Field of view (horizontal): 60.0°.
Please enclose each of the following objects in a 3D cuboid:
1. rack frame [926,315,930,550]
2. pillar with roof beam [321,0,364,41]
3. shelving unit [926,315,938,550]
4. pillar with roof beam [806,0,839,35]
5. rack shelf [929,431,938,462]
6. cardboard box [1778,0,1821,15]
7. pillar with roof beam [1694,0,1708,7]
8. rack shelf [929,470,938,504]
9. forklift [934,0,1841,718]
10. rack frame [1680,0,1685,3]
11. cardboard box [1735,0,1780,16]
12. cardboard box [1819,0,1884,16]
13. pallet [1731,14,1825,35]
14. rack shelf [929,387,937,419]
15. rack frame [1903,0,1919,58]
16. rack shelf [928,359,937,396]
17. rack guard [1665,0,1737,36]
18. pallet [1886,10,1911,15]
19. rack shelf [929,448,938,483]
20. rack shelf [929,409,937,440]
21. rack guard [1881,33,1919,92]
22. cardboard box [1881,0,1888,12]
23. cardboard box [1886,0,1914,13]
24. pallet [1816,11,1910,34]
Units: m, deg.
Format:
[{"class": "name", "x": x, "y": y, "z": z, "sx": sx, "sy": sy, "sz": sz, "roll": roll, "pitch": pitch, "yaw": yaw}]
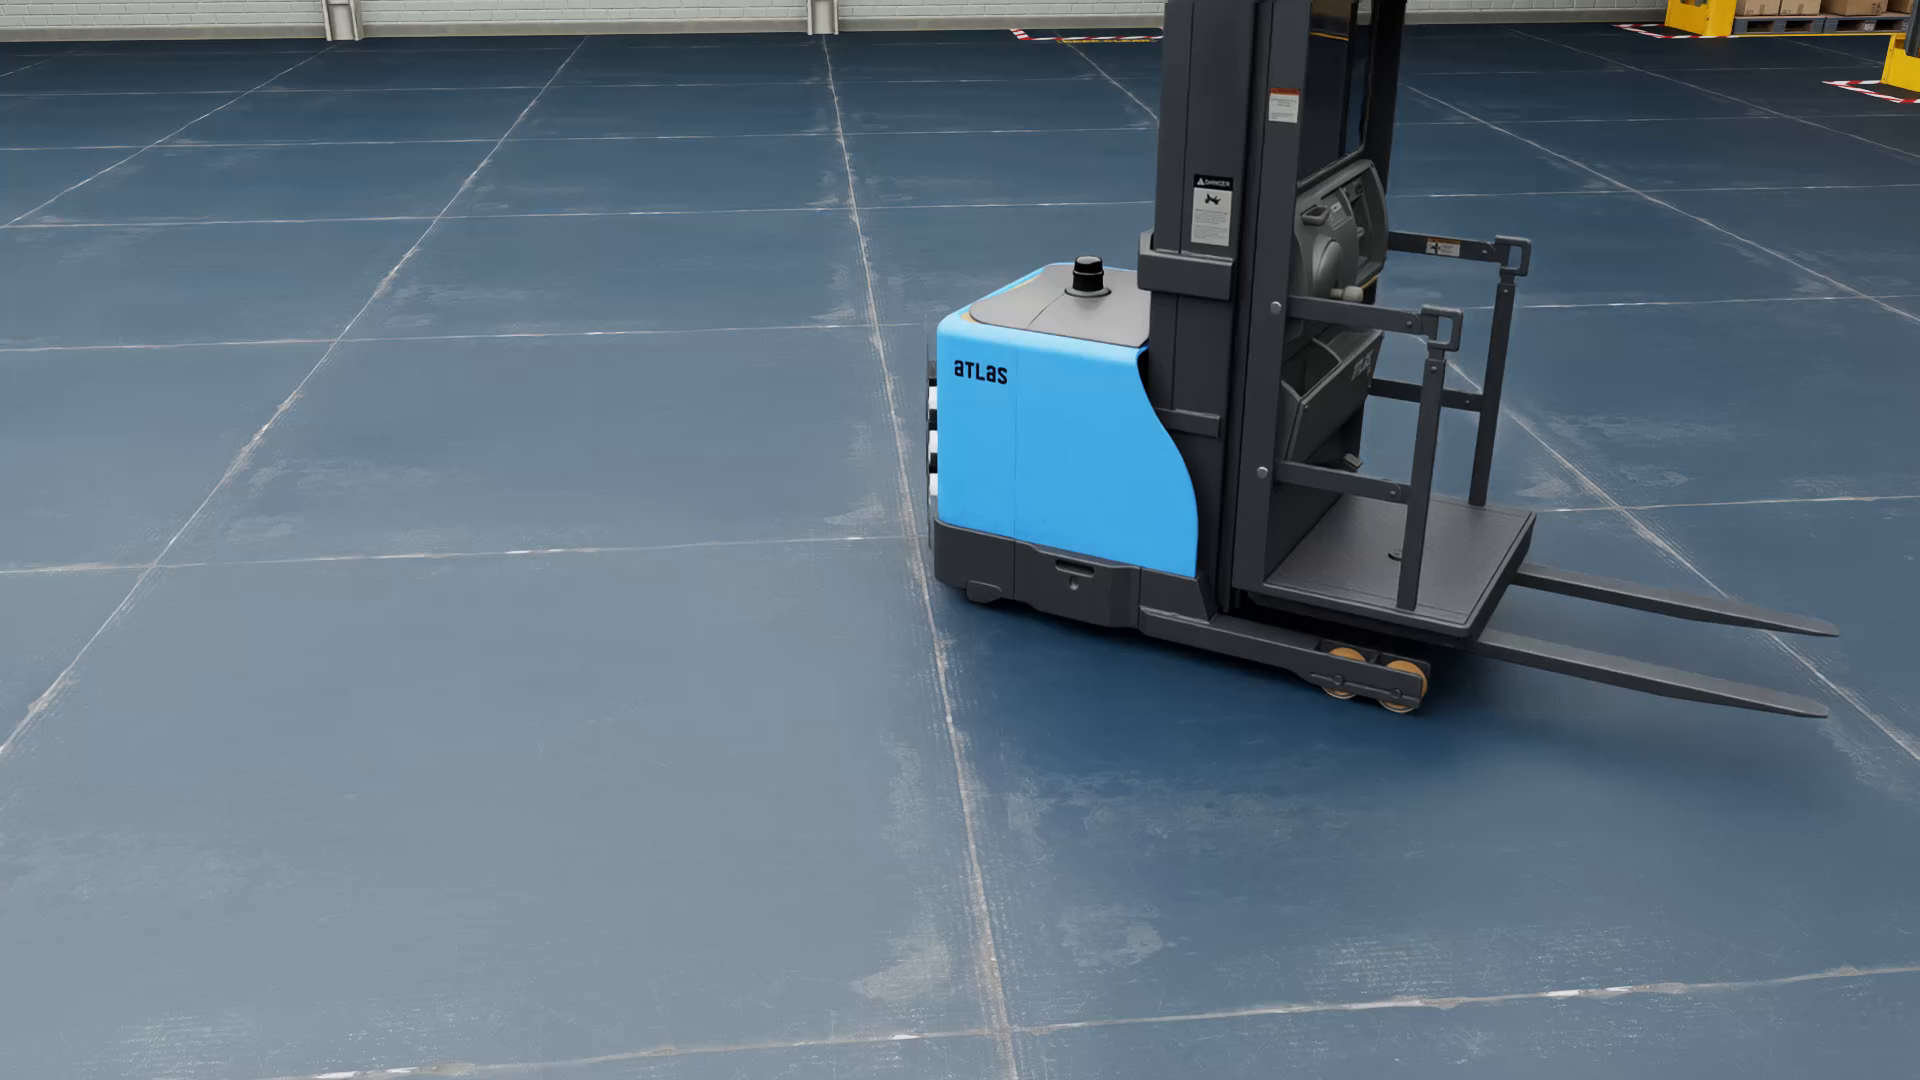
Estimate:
[{"class": "rack frame", "x": -0.127, "y": -0.421, "z": 6.589, "sx": 0.006, "sy": 0.900, "sz": 0.240, "roll": -1, "pitch": 24, "yaw": -2}, {"class": "pillar with roof beam", "x": -7.320, "y": -8.691, "z": 15.224, "sx": 0.400, "sy": 9.000, "sz": 9.100, "roll": -2, "pitch": 24, "yaw": -5}, {"class": "shelving unit", "x": -0.026, "y": -0.423, "z": 6.593, "sx": 0.210, "sy": 0.900, "sz": 0.258, "roll": -1, "pitch": 24, "yaw": -2}, {"class": "pillar with roof beam", "x": -1.349, "y": -8.930, "z": 15.763, "sx": 0.400, "sy": 9.000, "sz": 9.100, "roll": -2, "pitch": 24, "yaw": -5}, {"class": "rack shelf", "x": -0.026, "y": -0.392, "z": 6.606, "sx": 0.200, "sy": 0.077, "sz": 0.258, "roll": -1, "pitch": 24, "yaw": -2}, {"class": "cardboard box", "x": 10.823, "y": -7.017, "z": 21.613, "sx": 0.500, "sy": 0.311, "sz": 0.500, "roll": 0, "pitch": 24, "yaw": -1}, {"class": "pillar with roof beam", "x": 10.593, "y": -9.410, "z": 16.841, "sx": 0.400, "sy": 9.000, "sz": 9.100, "roll": -2, "pitch": 24, "yaw": -5}, {"class": "rack shelf", "x": -0.026, "y": -0.228, "z": 6.679, "sx": 0.200, "sy": 0.077, "sz": 0.258, "roll": -1, "pitch": 24, "yaw": -2}, {"class": "forklift", "x": 1.445, "y": -1.018, "z": 5.431, "sx": 3.031, "sy": 2.935, "sz": 1.130, "roll": 13, "pitch": 27, "yaw": 26}, {"class": "rack frame", "x": 9.559, "y": -8.031, "z": 21.124, "sx": 0.127, "sy": 3.000, "sz": 1.000, "roll": -2, "pitch": 24, "yaw": -5}, {"class": "cardboard box", "x": 10.256, "y": -6.994, "z": 21.562, "sx": 0.500, "sy": 0.311, "sz": 0.500, "roll": -5, "pitch": 24, "yaw": -11}, {"class": "cardboard box", "x": 11.558, "y": -7.112, "z": 21.595, "sx": 0.500, "sy": 0.500, "sz": 0.700, "roll": -4, "pitch": 24, "yaw": -8}, {"class": "pallet", "x": 10.446, "y": -6.778, "z": 21.738, "sx": 1.213, "sy": 0.211, "sz": 1.003, "roll": -2, "pitch": 24, "yaw": -5}, {"class": "rack shelf", "x": -0.026, "y": -0.557, "z": 6.533, "sx": 0.200, "sy": 0.077, "sz": 0.258, "roll": -1, "pitch": 24, "yaw": -2}, {"class": "rack frame", "x": 10.049, "y": -6.028, "z": 16.620, "sx": 0.127, "sy": 3.000, "sz": 1.000, "roll": -2, "pitch": 24, "yaw": -5}, {"class": "rack shelf", "x": -0.026, "y": -0.639, "z": 6.497, "sx": 0.200, "sy": 0.077, "sz": 0.258, "roll": -1, "pitch": 24, "yaw": -2}, {"class": "rack guard", "x": 9.634, "y": -6.891, "z": 21.639, "sx": 0.348, "sy": 0.500, "sz": 1.175, "roll": -2, "pitch": 24, "yaw": -5}, {"class": "pallet", "x": 12.874, "y": -6.875, "z": 21.958, "sx": 1.213, "sy": 0.211, "sz": 1.003, "roll": -2, "pitch": 24, "yaw": -5}, {"class": "rack shelf", "x": -0.026, "y": -0.310, "z": 6.643, "sx": 0.200, "sy": 0.077, "sz": 0.258, "roll": -1, "pitch": 24, "yaw": -2}, {"class": "rack shelf", "x": -0.026, "y": -0.474, "z": 6.570, "sx": 0.200, "sy": 0.077, "sz": 0.258, "roll": -1, "pitch": 24, "yaw": -2}, {"class": "rack guard", "x": 10.025, "y": -4.885, "z": 17.126, "sx": 0.348, "sy": 0.500, "sz": 1.175, "roll": -2, "pitch": 24, "yaw": -5}, {"class": "cardboard box", "x": 11.946, "y": -7.033, "z": 21.848, "sx": 0.250, "sy": 0.149, "sz": 0.380, "roll": -4, "pitch": 24, "yaw": -9}, {"class": "cardboard box", "x": 12.510, "y": -7.191, "z": 21.772, "sx": 0.500, "sy": 0.500, "sz": 0.500, "roll": -4, "pitch": 24, "yaw": -9}, {"class": "pallet", "x": 11.657, "y": -6.825, "z": 21.845, "sx": 1.213, "sy": 0.211, "sz": 1.003, "roll": -2, "pitch": 24, "yaw": -5}]
